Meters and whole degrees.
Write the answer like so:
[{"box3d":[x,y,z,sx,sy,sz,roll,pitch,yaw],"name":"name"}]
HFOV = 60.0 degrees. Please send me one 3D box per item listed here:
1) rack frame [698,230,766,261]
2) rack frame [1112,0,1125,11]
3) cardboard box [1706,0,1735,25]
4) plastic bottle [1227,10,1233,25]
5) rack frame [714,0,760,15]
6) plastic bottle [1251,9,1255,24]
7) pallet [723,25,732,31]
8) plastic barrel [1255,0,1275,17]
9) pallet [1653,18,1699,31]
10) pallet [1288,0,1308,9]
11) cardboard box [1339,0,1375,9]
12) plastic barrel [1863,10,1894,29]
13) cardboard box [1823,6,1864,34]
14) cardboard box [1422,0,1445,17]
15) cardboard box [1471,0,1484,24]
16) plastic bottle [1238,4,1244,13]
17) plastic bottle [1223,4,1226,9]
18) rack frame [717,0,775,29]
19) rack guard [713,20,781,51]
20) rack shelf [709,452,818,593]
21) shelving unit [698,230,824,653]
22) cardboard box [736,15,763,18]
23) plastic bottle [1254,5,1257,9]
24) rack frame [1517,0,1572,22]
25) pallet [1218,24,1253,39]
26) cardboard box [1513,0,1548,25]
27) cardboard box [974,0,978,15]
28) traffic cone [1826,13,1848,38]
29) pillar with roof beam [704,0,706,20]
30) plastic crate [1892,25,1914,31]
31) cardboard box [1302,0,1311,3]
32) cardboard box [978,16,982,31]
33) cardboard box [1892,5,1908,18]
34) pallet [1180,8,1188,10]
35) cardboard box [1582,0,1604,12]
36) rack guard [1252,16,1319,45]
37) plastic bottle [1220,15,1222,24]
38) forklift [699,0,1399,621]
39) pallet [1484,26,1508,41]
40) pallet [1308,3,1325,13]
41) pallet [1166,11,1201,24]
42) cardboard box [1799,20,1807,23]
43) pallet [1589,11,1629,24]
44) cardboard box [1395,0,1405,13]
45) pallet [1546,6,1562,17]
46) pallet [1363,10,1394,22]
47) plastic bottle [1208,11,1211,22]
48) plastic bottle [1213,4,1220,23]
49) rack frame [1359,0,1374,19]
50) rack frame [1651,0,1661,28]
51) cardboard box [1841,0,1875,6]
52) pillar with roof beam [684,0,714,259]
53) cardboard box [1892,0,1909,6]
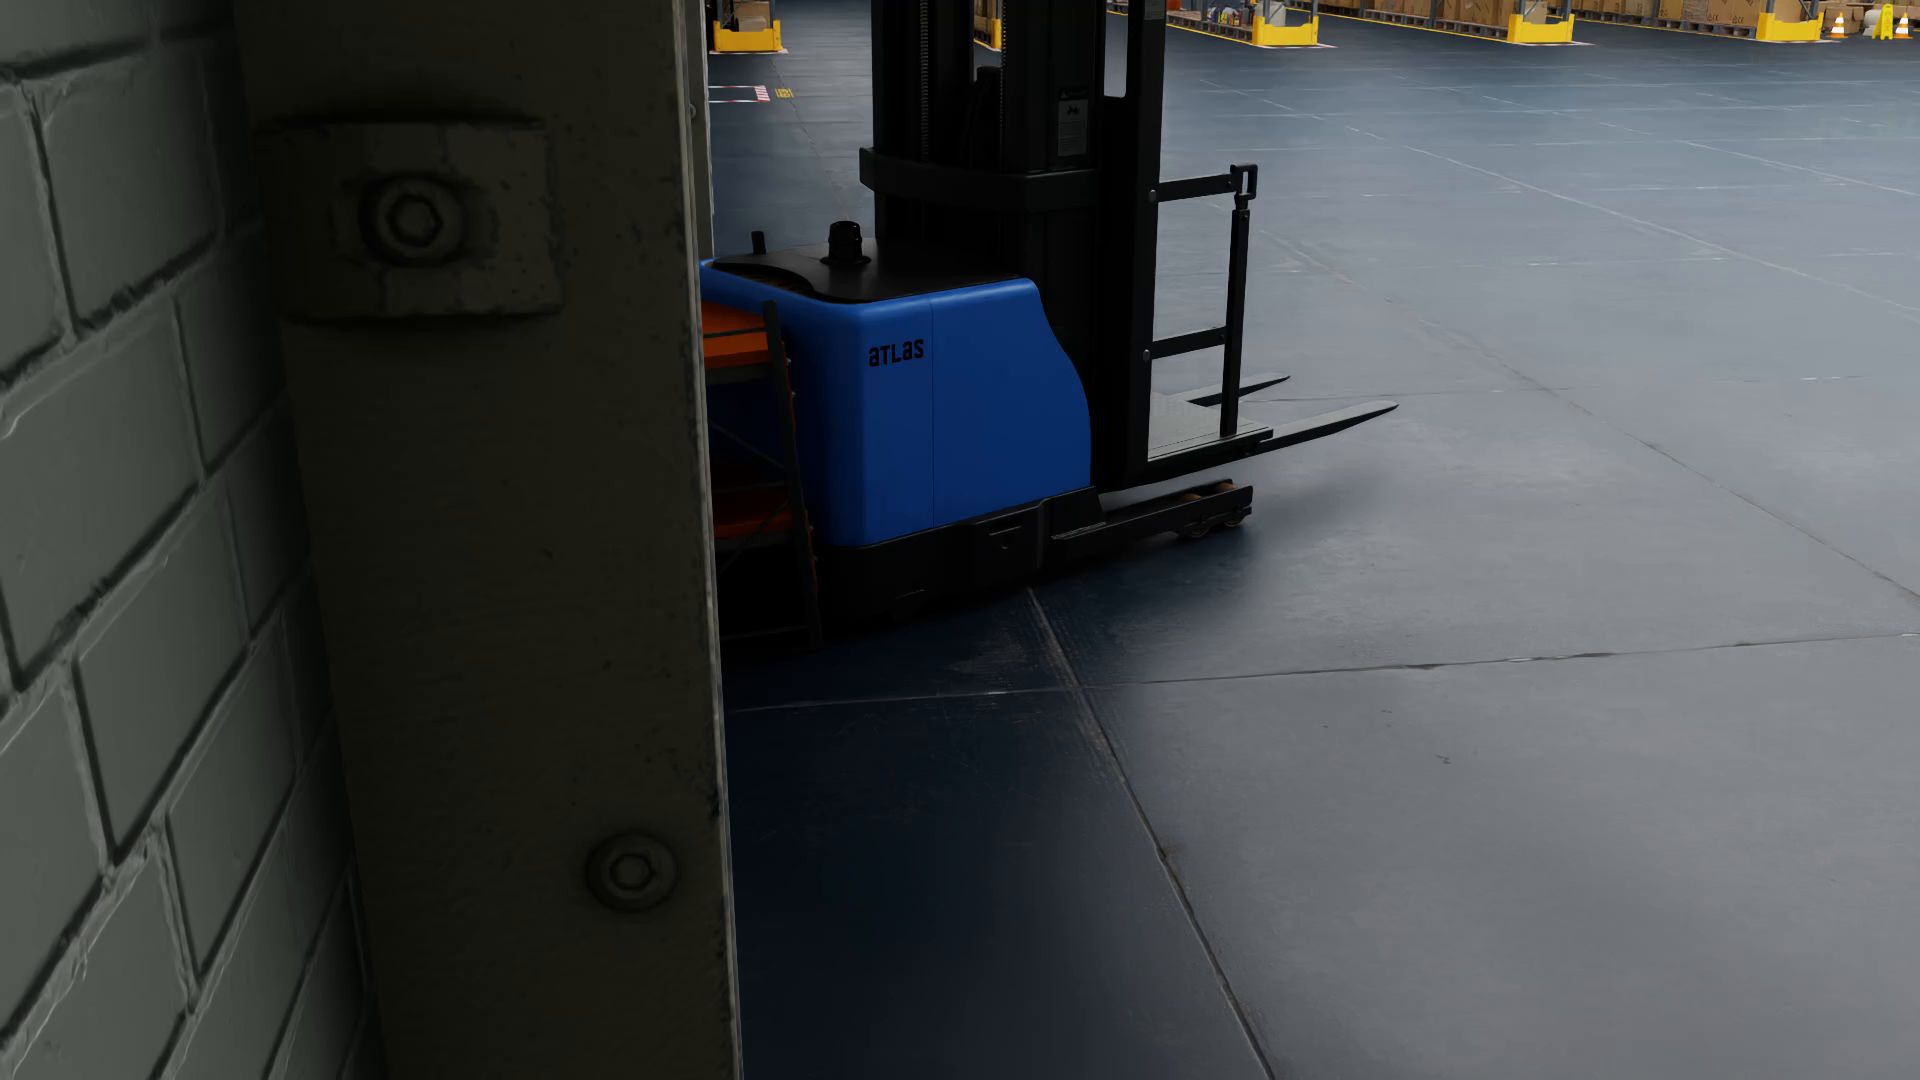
[{"box3d":[-0.878,-0.521,5.967,0.500,1.125,0.032,-8,23,-6],"name":"rack frame"},{"box3d":[4.324,-14.704,41.297,1.000,3.000,0.127,-3,21,-8],"name":"rack frame"},{"box3d":[15.586,-10.751,33.151,0.875,0.875,0.875,-3,21,-9],"name":"cardboard box"},{"box3d":[5.326,-10.229,32.582,0.152,0.276,0.135,-3,21,-9],"name":"plastic bottle"},{"box3d":[-4.903,-12.819,36.251,1.000,3.000,0.127,-3,21,-8],"name":"rack frame"},{"box3d":[5.844,-10.419,33.078,0.061,0.283,0.133,-3,21,-8],"name":"plastic bottle"},{"box3d":[-4.194,-9.897,32.413,1.003,0.211,1.213,-3,21,-8],"name":"pallet"},{"box3d":[5.811,-9.978,31.599,0.421,0.512,0.421,0,20,0],"name":"plastic barrel"},{"box3d":[15.334,-10.825,34.898,1.003,0.211,1.213,-3,21,-8],"name":"pallet"},{"box3d":[9.193,-13.914,43.169,1.003,0.211,1.213,-3,21,-8],"name":"pallet"},{"box3d":[9.723,-13.010,39.199,1.225,0.875,0.875,-4,21,-10],"name":"cardboard box"},{"box3d":[18.966,-10.730,34.341,0.512,0.421,0.421,12,24,30],"name":"plastic barrel"},{"box3d":[18.003,-10.610,33.903,0.637,0.503,0.797,17,27,39],"name":"cardboard box"},{"box3d":[10.311,-11.432,35.482,0.700,0.500,0.500,-5,21,-12],"name":"cardboard box"},{"box3d":[10.654,-10.660,33.443,0.500,0.500,0.500,-5,21,-13],"name":"cardboard box"},{"box3d":[5.713,-10.683,33.690,0.144,0.351,0.185,-3,21,-8],"name":"plastic bottle"},{"box3d":[5.326,-10.606,33.483,0.144,0.351,0.185,-3,21,-8],"name":"plastic bottle"},{"box3d":[-3.750,-10.049,28.835,1.000,3.000,0.127,-3,21,-8],"name":"rack frame"},{"box3d":[-3.761,-8.905,29.343,1.175,0.500,0.348,-3,21,-8],"name":"rack guard"},{"box3d":[-0.782,-0.109,5.595,0.538,0.278,1.000,-8,23,-6],"name":"rack shelf"},{"box3d":[-0.804,-0.333,5.500,0.538,1.125,1.048,-8,23,-6],"name":"shelving unit"},{"box3d":[-3.842,-9.437,30.411,0.500,0.311,0.500,-1,21,-3],"name":"cardboard box"},{"box3d":[5.930,-10.512,33.232,0.144,0.351,0.185,-3,21,-8],"name":"plastic bottle"},{"box3d":[10.955,-10.799,30.842,1.000,3.000,0.127,-3,21,-8],"name":"rack frame"},{"box3d":[5.712,-9.970,32.607,1.003,0.211,1.213,-3,21,-8],"name":"pallet"},{"box3d":[10.882,-10.041,31.787,0.500,0.500,0.500,1,20,2],"name":"cardboard box"},{"box3d":[0.551,-10.250,31.629,0.500,0.500,0.500,-3,21,-8],"name":"cardboard box"},{"box3d":[17.207,-10.081,32.546,0.336,0.463,0.334,-3,21,-8],"name":"traffic cone"},{"box3d":[-1.311,-15.353,34.461,9.100,9.000,0.400,-3,21,-8],"name":"pillar with roof beam"},{"box3d":[19.600,-10.731,34.833,0.402,0.080,0.583,-11,23,-26],"name":"plastic crate"},{"box3d":[9.337,-13.934,41.673,1.225,0.875,0.875,-3,21,-8],"name":"cardboard box"},{"box3d":[0.624,-9.725,31.297,0.500,0.250,0.500,-3,21,-8],"name":"cardboard box"},{"box3d":[20.091,-11.190,35.219,0.500,0.250,0.500,-2,21,-5],"name":"cardboard box"},{"box3d":[4.746,-12.283,38.802,1.003,0.211,1.213,-3,21,-8],"name":"pallet"},{"box3d":[14.853,-12.409,37.767,1.050,0.750,0.750,-3,21,-7],"name":"cardboard box"},{"box3d":[5.996,-9.402,30.674,1.175,0.500,0.348,-3,21,-8],"name":"rack guard"},{"box3d":[5.228,-10.364,33.049,0.097,0.201,0.097,0,20,0],"name":"plastic bottle"},{"box3d":[0.494,-1.510,6.070,3.031,2.935,1.130,-16,25,-36],"name":"forklift"},{"box3d":[10.862,-9.802,32.158,1.003,0.211,1.213,-3,21,-8],"name":"pallet"},{"box3d":[9.411,-13.384,41.749,1.003,0.211,1.213,-3,21,-8],"name":"pallet"},{"box3d":[4.974,-11.742,37.353,1.003,0.211,1.213,-3,21,-8],"name":"pallet"},{"box3d":[17.372,-10.616,34.259,0.396,0.266,0.258,1,20,2],"name":"cardboard box"},{"box3d":[14.936,-11.779,37.452,1.003,0.211,1.213,-3,21,-8],"name":"pallet"},{"box3d":[10.100,-11.985,36.963,0.700,0.500,0.500,-1,21,-3],"name":"cardboard box"},{"box3d":[14.614,-12.748,40.046,1.003,0.211,1.213,-3,21,-8],"name":"pallet"},{"box3d":[9.913,-11.992,38.021,1.003,0.211,1.213,-3,21,-8],"name":"pallet"},{"box3d":[5.104,-10.661,33.845,0.097,0.201,0.097,0,20,0],"name":"plastic bottle"},{"box3d":[5.183,-10.599,33.463,0.144,0.351,0.185,-2,21,-6],"name":"plastic bottle"},{"box3d":[9.802,-13.569,38.258,1.000,3.000,0.127,-3,21,-8],"name":"rack frame"},{"box3d":[15.301,-12.399,35.126,1.000,3.000,0.127,-3,21,-8],"name":"rack frame"},{"box3d":[20.107,-11.831,36.760,0.950,0.372,0.625,-3,21,-7],"name":"cardboard box"},{"box3d":[3.013,-4.966,6.651,9.100,9.000,0.400,-3,21,-8],"name":"pillar with roof beam"},{"box3d":[20.092,-11.541,35.086,0.500,0.500,0.500,-2,21,-6],"name":"cardboard box"}]
